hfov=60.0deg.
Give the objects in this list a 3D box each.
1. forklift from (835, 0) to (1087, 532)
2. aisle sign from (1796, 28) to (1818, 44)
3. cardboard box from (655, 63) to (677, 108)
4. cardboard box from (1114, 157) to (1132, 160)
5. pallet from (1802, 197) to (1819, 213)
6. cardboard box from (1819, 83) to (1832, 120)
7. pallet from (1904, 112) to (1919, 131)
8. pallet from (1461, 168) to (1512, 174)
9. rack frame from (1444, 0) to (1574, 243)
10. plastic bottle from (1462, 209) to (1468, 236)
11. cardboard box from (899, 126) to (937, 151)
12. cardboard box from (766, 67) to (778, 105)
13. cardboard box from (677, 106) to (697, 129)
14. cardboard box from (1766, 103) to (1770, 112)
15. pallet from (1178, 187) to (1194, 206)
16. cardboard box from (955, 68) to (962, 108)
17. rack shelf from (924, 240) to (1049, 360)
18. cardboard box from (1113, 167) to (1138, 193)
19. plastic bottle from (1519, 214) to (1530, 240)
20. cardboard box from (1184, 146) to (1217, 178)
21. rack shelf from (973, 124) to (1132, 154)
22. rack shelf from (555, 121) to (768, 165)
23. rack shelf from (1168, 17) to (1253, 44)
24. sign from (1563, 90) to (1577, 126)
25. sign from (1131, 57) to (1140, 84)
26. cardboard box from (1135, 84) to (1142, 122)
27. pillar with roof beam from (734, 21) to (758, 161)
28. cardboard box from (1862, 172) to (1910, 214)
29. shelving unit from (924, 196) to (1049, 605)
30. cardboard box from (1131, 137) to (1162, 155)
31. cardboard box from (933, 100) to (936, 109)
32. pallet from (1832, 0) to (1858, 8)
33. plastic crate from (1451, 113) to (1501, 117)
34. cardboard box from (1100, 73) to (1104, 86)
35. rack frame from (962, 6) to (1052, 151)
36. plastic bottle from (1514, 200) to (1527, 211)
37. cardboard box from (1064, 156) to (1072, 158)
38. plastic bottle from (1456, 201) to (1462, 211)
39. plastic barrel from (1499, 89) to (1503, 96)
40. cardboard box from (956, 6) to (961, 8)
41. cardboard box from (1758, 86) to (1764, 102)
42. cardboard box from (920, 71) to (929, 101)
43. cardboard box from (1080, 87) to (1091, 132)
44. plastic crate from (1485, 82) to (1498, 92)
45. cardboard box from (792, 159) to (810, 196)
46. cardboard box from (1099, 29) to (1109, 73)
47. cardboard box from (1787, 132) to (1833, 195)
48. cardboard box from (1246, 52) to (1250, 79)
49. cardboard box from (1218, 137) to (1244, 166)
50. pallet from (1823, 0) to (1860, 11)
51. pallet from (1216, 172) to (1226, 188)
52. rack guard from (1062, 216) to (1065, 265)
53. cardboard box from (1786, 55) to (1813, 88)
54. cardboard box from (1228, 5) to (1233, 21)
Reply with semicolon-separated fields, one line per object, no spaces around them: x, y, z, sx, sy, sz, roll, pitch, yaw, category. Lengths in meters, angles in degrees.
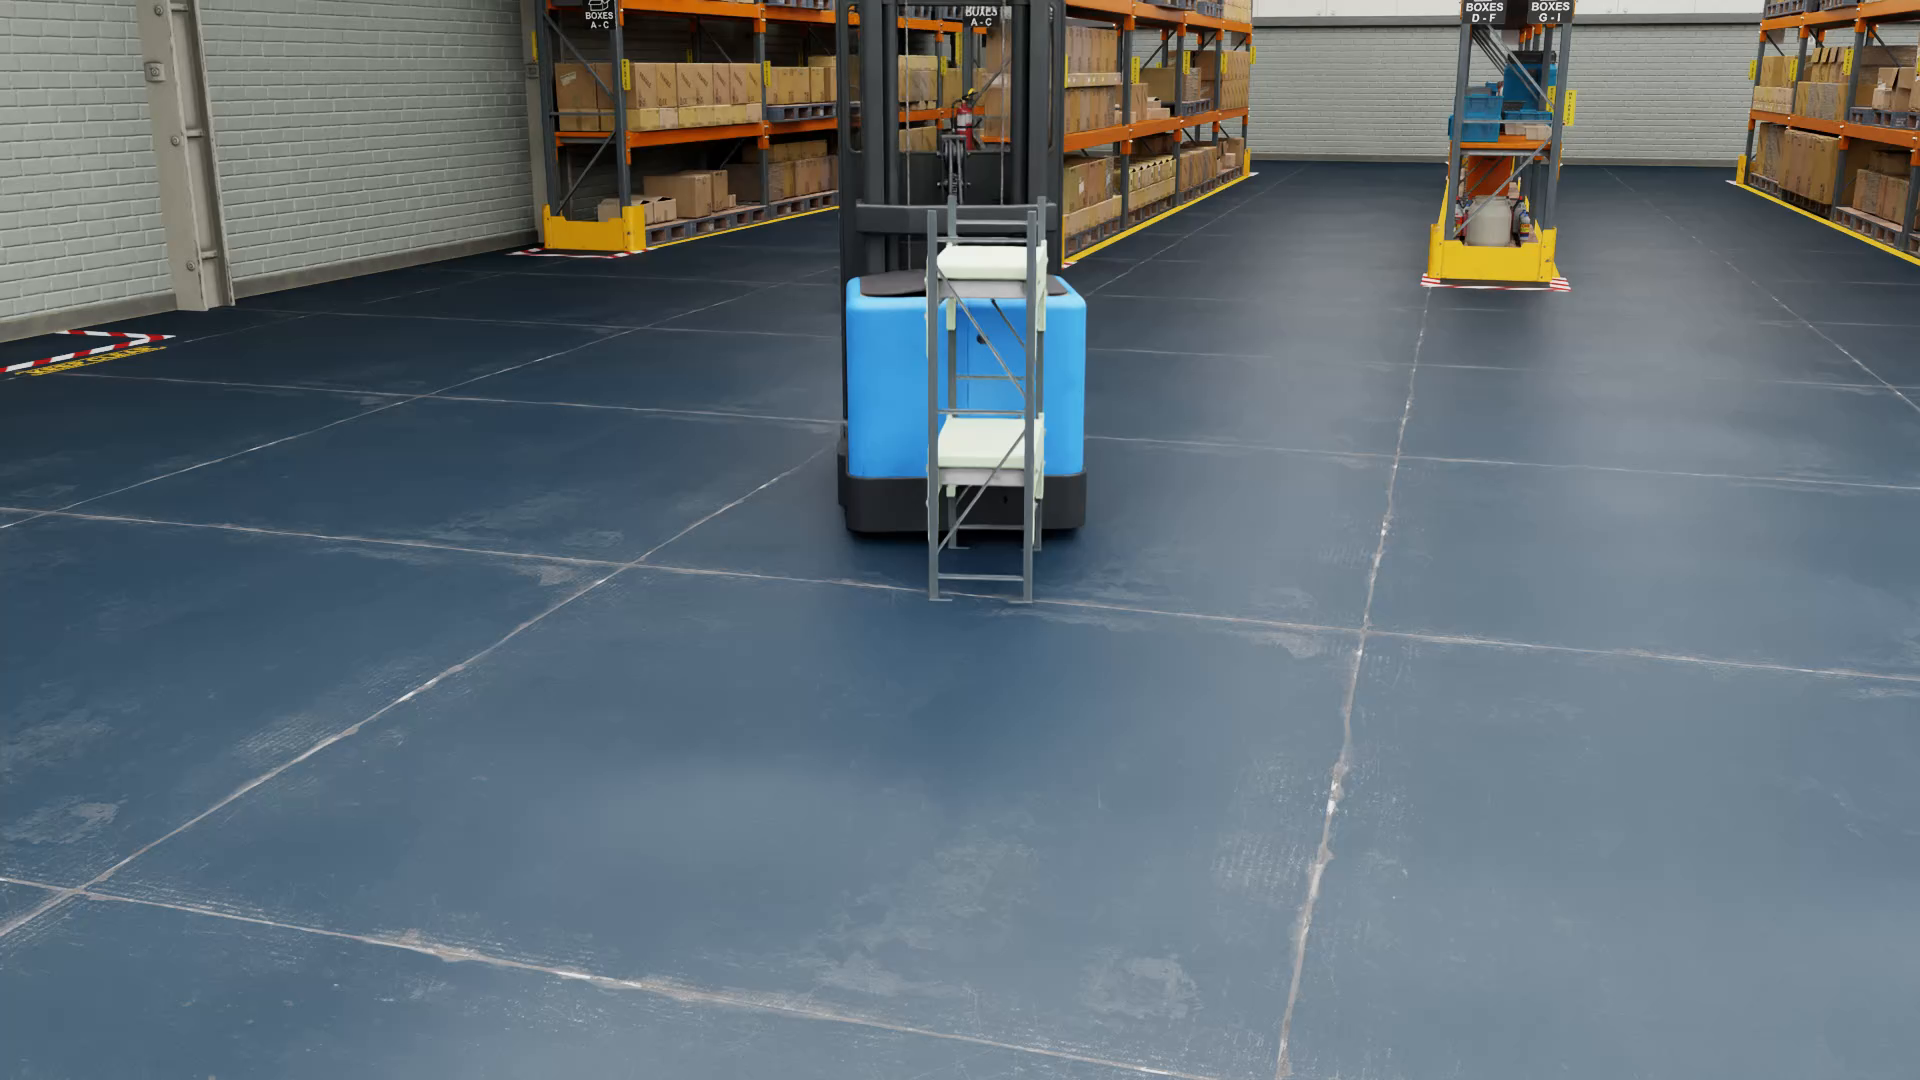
-0.061;-1.793;8.280;1.130;2.935;3.031;-1;16;-4;forklift
14.872;-9.067;29.035;0.394;0.787;0.004;5;16;16;aisle sign
-3.656;-5.315;19.437;0.500;0.500;0.500;5;16;16;cardboard box
2.222;-5.394;24.090;0.500;0.311;0.500;4;16;14;cardboard box
12.935;-4.905;24.235;1.003;0.211;1.213;5;16;16;pallet
12.485;-6.190;23.474;0.500;0.500;0.500;4;16;14;cardboard box
11.511;-4.778;19.028;1.003;0.211;1.213;5;16;16;pallet
9.544;-6.651;30.390;1.003;0.211;1.213;5;16;16;pallet
5.268;-4.019;16.001;1.000;3.000;0.127;5;16;16;rack frame
5.570;-3.494;18.322;0.061;0.283;0.133;5;16;16;plastic bottle
-0.880;-6.914;29.379;0.750;0.750;0.750;5;17;17;cardboard box
-2.916;-6.224;22.786;0.700;0.500;0.500;5;16;16;cardboard box
-3.503;-5.097;20.042;0.500;0.250;0.500;4;16;15;cardboard box
13.711;-7.230;27.783;0.380;0.149;0.250;4;16;14;cardboard box
3.042;-5.348;25.797;1.003;0.211;1.213;5;16;16;pallet
-0.438;-8.402;30.905;0.980;0.700;0.700;4;16;14;cardboard box
0.115;-0.952;6.508;0.431;0.370;0.720;1;16;5;rack shelf
2.013;-4.688;21.603;0.500;0.311;0.500;5;16;16;cardboard box
6.082;-3.368;17.901;0.097;0.271;0.097;0;16;0;plastic bottle
4.065;-6.401;28.175;0.500;0.500;0.500;5;16;16;cardboard box
1.089;-4.581;19.302;1.077;0.370;4.000;5;16;16;rack shelf
-3.662;-4.964;20.653;1.077;0.370;4.000;5;16;16;rack shelf
4.499;-9.164;29.961;1.077;0.370;4.000;5;16;16;rack shelf
5.795;-4.108;15.809;0.100;0.325;0.005;5;16;16;sign
2.190;-5.862;20.769;0.100;0.325;0.005;5;16;16;sign
2.183;-5.967;22.687;0.500;0.500;0.500;5;16;16;cardboard box
0.972;-9.159;23.131;9.100;9.000;0.400;5;16;16;pillar with roof beam
11.974;-4.414;21.169;0.700;0.500;0.500;3;16;11;cardboard box
0.115;-0.577;6.614;0.431;1.500;0.755;1;16;5;shelving unit
2.846;-6.145;25.897;0.500;0.250;0.500;5;17;18;cardboard box
-0.645;-7.705;29.421;0.380;0.149;0.250;5;17;16;cardboard box
12.423;-7.253;22.251;1.213;0.211;1.003;5;17;18;pallet
5.314;-4.271;17.163;0.499;0.251;0.408;5;16;16;plastic crate
1.494;-5.457;19.699;0.380;0.149;0.250;5;16;16;cardboard box
0.520;-4.404;17.359;1.000;3.000;0.127;5;16;16;rack frame
6.352;-3.677;18.845;0.144;0.351;0.185;5;16;16;plastic bottle
1.091;-4.462;20.459;0.500;0.500;0.500;5;16;16;cardboard box
5.551;-3.614;18.623;0.144;0.351;0.185;5;17;18;plastic bottle
7.335;-5.770;21.969;0.421;0.512;0.421;0;16;0;plastic barrel
-0.212;-9.840;30.350;0.500;0.250;0.500;4;16;15;cardboard box
14.027;-7.651;28.535;0.500;0.250;0.500;4;16;15;cardboard box
-0.845;-7.853;28.754;0.500;0.500;0.500;5;17;16;cardboard box
1.103;-4.978;19.201;0.700;0.500;0.500;5;17;18;cardboard box
9.899;-8.149;30.387;0.616;0.435;0.499;5;16;16;plastic crate
-2.618;-5.306;24.314;0.700;0.500;0.500;5;17;17;cardboard box
1.395;-5.874;19.980;0.700;0.500;0.500;5;16;16;cardboard box
13.011;-5.551;24.528;1.225;0.875;0.875;4;16;14;cardboard box
5.204;-8.981;31.481;0.500;0.500;0.500;4;16;15;cardboard box
5.149;-7.438;31.829;0.500;0.500;0.500;5;16;16;cardboard box
12.738;-7.545;23.283;1.003;0.211;1.213;5;17;18;pallet
4.127;-6.381;29.441;1.003;0.211;1.213;5;16;16;pallet
0.514;-3.195;17.678;1.175;0.500;0.348;5;16;16;rack guard
13.302;-7.347;26.090;0.500;0.500;0.500;5;17;17;cardboard box
4.452;-9.153;28.880;0.500;0.250;0.500;5;16;16;cardboard box
